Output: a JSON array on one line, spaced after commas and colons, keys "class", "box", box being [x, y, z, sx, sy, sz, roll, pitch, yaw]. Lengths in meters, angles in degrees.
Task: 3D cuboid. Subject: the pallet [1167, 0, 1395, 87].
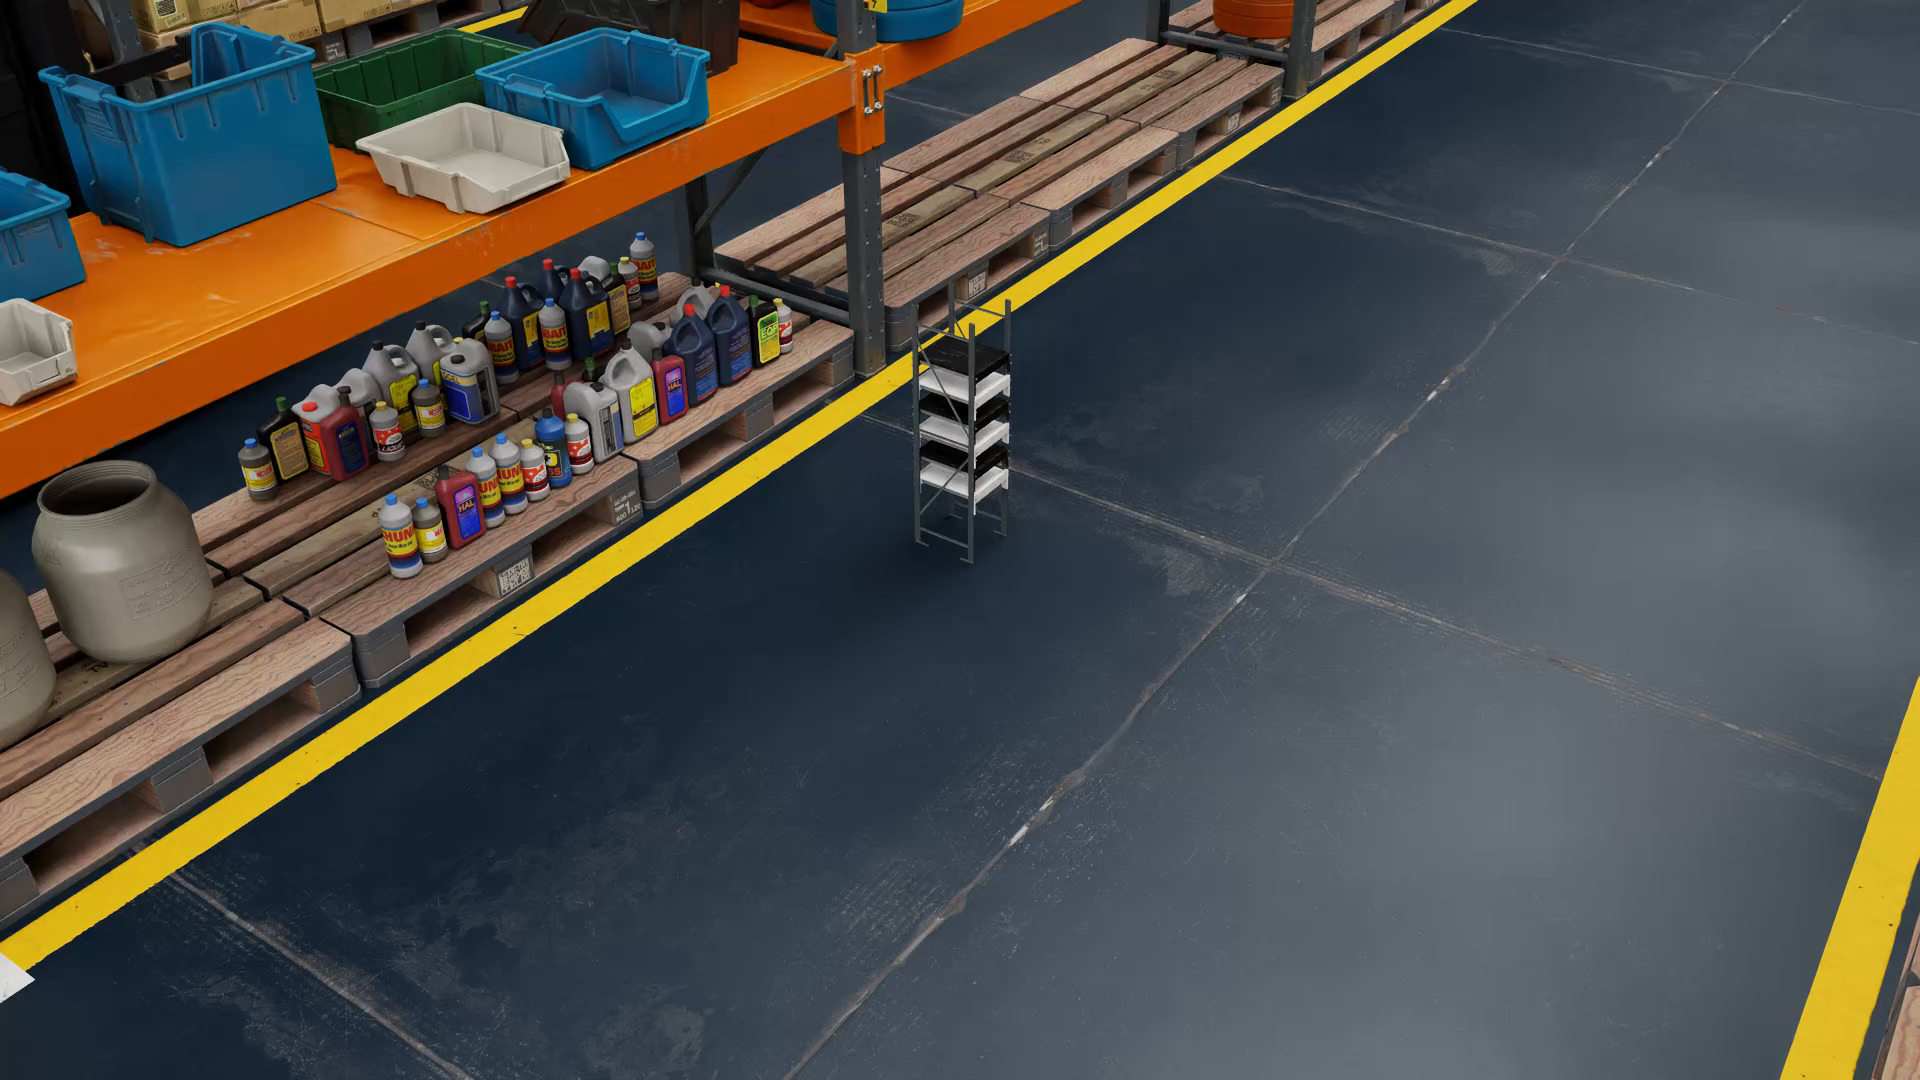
[{"class": "pallet", "box": [1.951, -3.137, 10.200, 1.003, 0.211, 1.213, 21, 39, 28]}]

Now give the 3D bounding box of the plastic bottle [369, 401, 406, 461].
[{"class": "plastic bottle", "box": [-1.981, -0.382, 5.743, 0.097, 0.201, 0.097, 0, 34, 0]}]

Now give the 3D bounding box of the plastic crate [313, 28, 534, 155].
[{"class": "plastic crate", "box": [-1.751, -1.453, 5.410, 0.450, 0.188, 0.662, 21, 39, 28]}]

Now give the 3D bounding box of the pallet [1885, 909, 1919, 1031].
[{"class": "pallet", "box": [2.970, 0.982, 4.109, 1.003, 0.211, 1.213, 21, 39, 28]}]

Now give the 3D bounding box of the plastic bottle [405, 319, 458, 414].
[{"class": "plastic bottle", "box": [-1.897, -0.639, 5.988, 0.144, 0.351, 0.185, 21, 39, 28]}]

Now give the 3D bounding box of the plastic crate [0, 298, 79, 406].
[{"class": "plastic crate", "box": [-2.252, -0.434, 3.950, 0.298, 0.136, 0.250, 21, 39, 28]}]

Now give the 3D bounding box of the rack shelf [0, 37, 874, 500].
[{"class": "rack shelf", "box": [-1.886, -0.857, 4.981, 1.077, 0.370, 4.000, 21, 39, 28]}]

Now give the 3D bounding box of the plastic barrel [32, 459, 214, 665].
[{"class": "plastic barrel", "box": [-2.428, 0.064, 4.823, 0.421, 0.512, 0.421, 0, 34, 0]}]

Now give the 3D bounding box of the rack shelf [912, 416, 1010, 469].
[{"class": "rack shelf", "box": [0.005, -0.349, 5.522, 0.258, 0.077, 0.200, 21, 39, 28]}]

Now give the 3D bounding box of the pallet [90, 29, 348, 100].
[{"class": "pallet", "box": [-4.425, -2.855, 9.784, 1.003, 0.211, 1.213, 21, 39, 28]}]

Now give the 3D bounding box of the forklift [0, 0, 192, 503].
[{"class": "forklift", "box": [-3.364, -1.934, 5.994, 1.130, 2.935, 3.031, 17, 38, 23]}]

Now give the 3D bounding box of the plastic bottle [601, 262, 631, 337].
[{"class": "plastic bottle", "box": [-1.361, -0.934, 6.486, 0.061, 0.283, 0.133, 21, 39, 28]}]

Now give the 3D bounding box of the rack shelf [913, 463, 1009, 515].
[{"class": "rack shelf", "box": [0.005, -0.200, 5.623, 0.258, 0.077, 0.200, 21, 39, 28]}]

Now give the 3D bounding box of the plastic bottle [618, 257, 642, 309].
[{"class": "plastic bottle", "box": [-1.345, -1.045, 6.722, 0.097, 0.201, 0.097, 0, 34, 0]}]

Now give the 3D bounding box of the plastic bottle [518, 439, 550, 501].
[{"class": "plastic bottle", "box": [-1.427, -0.241, 5.535, 0.097, 0.201, 0.097, 0, 34, 0]}]

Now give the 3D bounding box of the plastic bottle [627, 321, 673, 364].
[{"class": "plastic bottle", "box": [-1.121, -0.688, 6.128, 0.152, 0.276, 0.135, 21, 39, 28]}]

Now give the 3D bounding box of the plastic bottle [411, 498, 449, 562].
[{"class": "plastic bottle", "box": [-1.677, -0.040, 5.236, 0.097, 0.201, 0.097, 0, 34, 0]}]

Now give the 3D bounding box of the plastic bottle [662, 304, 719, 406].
[{"class": "plastic bottle", "box": [-0.985, -0.683, 6.055, 0.144, 0.351, 0.185, 19, 39, 26]}]

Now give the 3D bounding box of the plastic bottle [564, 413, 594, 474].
[{"class": "plastic bottle", "box": [-1.310, -0.336, 5.675, 0.097, 0.201, 0.097, 0, 34, 0]}]

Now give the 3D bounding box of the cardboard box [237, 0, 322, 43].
[{"class": "cardboard box", "box": [-4.087, -3.035, 9.640, 0.500, 0.250, 0.500, 22, 40, 29]}]

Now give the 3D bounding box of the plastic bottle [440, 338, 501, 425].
[{"class": "plastic bottle", "box": [-1.761, -0.572, 5.957, 0.152, 0.276, 0.135, 21, 39, 28]}]

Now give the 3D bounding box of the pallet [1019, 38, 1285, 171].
[{"class": "pallet", "box": [1.062, -2.417, 9.135, 1.003, 0.211, 1.213, 21, 39, 28]}]

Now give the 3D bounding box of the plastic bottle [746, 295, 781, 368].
[{"class": "plastic bottle", "box": [-0.749, -0.805, 6.295, 0.061, 0.283, 0.133, 23, 41, 30]}]

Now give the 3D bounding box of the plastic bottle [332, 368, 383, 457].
[{"class": "plastic bottle", "box": [-2.094, -0.445, 5.768, 0.152, 0.276, 0.135, 20, 39, 27]}]

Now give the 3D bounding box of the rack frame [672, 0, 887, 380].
[{"class": "rack frame", "box": [-0.745, -2.075, 6.141, 1.000, 3.000, 0.127, 21, 39, 28]}]

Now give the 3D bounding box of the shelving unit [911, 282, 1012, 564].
[{"class": "shelving unit", "box": [0.005, -0.376, 5.503, 0.258, 0.900, 0.210, 21, 39, 28]}]

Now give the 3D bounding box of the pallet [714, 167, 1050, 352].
[{"class": "pallet", "box": [-0.330, -1.294, 7.475, 1.003, 0.211, 1.213, 21, 39, 28]}]

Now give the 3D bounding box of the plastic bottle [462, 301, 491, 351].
[{"class": "plastic bottle", "box": [-1.783, -0.744, 6.204, 0.061, 0.283, 0.133, 23, 40, 30]}]

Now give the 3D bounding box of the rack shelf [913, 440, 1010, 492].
[{"class": "rack shelf", "box": [0.005, -0.274, 5.573, 0.258, 0.077, 0.200, 21, 39, 28]}]

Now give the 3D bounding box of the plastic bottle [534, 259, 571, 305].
[{"class": "plastic bottle", "box": [-1.547, -0.921, 6.406, 0.144, 0.351, 0.185, 22, 40, 29]}]

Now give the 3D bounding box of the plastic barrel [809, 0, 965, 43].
[{"class": "plastic barrel", "box": [-0.276, -2.364, 6.120, 0.600, 0.901, 0.708, 21, 39, 28]}]

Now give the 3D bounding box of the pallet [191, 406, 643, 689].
[{"class": "pallet", "box": [-1.858, -0.060, 5.651, 1.003, 0.211, 1.213, 21, 39, 28]}]

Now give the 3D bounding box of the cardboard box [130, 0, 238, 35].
[{"class": "cardboard box", "box": [-4.372, -3.037, 9.142, 0.500, 0.311, 0.500, 21, 40, 28]}]

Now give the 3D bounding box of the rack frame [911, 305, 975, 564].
[{"class": "rack frame", "box": [-0.053, -0.330, 5.434, 0.240, 0.900, 0.006, 21, 39, 28]}]

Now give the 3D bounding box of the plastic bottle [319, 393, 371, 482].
[{"class": "plastic bottle", "box": [-2.085, -0.350, 5.622, 0.061, 0.283, 0.133, 21, 39, 28]}]

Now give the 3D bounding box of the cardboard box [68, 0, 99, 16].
[{"class": "cardboard box", "box": [-4.817, -3.204, 9.389, 0.500, 0.311, 0.500, 21, 39, 28]}]

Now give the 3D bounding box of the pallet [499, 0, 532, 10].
[{"class": "pallet", "box": [-3.033, -3.978, 11.444, 1.003, 0.211, 1.213, 21, 39, 28]}]

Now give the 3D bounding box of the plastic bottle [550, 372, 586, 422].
[{"class": "plastic bottle", "box": [-1.353, -0.467, 5.795, 0.061, 0.283, 0.133, 21, 39, 28]}]

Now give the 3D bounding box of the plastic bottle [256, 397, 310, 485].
[{"class": "plastic bottle", "box": [-2.288, -0.336, 5.601, 0.061, 0.283, 0.133, 22, 40, 29]}]

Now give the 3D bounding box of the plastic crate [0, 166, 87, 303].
[{"class": "plastic crate", "box": [-2.612, -0.796, 4.381, 0.499, 0.251, 0.408, 21, 39, 28]}]

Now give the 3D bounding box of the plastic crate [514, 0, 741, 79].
[{"class": "plastic crate", "box": [-1.148, -1.849, 5.862, 0.767, 0.338, 0.504, 21, 39, 28]}]

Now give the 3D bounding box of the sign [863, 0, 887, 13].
[{"class": "sign", "box": [-0.300, -2.009, 5.796, 0.100, 0.325, 0.005, 21, 39, 28]}]

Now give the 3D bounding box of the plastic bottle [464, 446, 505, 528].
[{"class": "plastic bottle", "box": [-1.541, -0.179, 5.380, 0.097, 0.271, 0.097, 0, 34, 0]}]

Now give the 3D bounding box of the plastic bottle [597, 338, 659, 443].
[{"class": "plastic bottle", "box": [-1.169, -0.535, 5.835, 0.144, 0.351, 0.185, 21, 39, 28]}]

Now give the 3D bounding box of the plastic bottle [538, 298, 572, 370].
[{"class": "plastic bottle", "box": [-1.530, -0.783, 6.273, 0.097, 0.271, 0.097, 0, 34, 0]}]

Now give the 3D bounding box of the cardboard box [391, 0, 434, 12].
[{"class": "cardboard box", "box": [-3.503, -3.508, 10.340, 0.500, 0.250, 0.500, 22, 40, 29]}]
